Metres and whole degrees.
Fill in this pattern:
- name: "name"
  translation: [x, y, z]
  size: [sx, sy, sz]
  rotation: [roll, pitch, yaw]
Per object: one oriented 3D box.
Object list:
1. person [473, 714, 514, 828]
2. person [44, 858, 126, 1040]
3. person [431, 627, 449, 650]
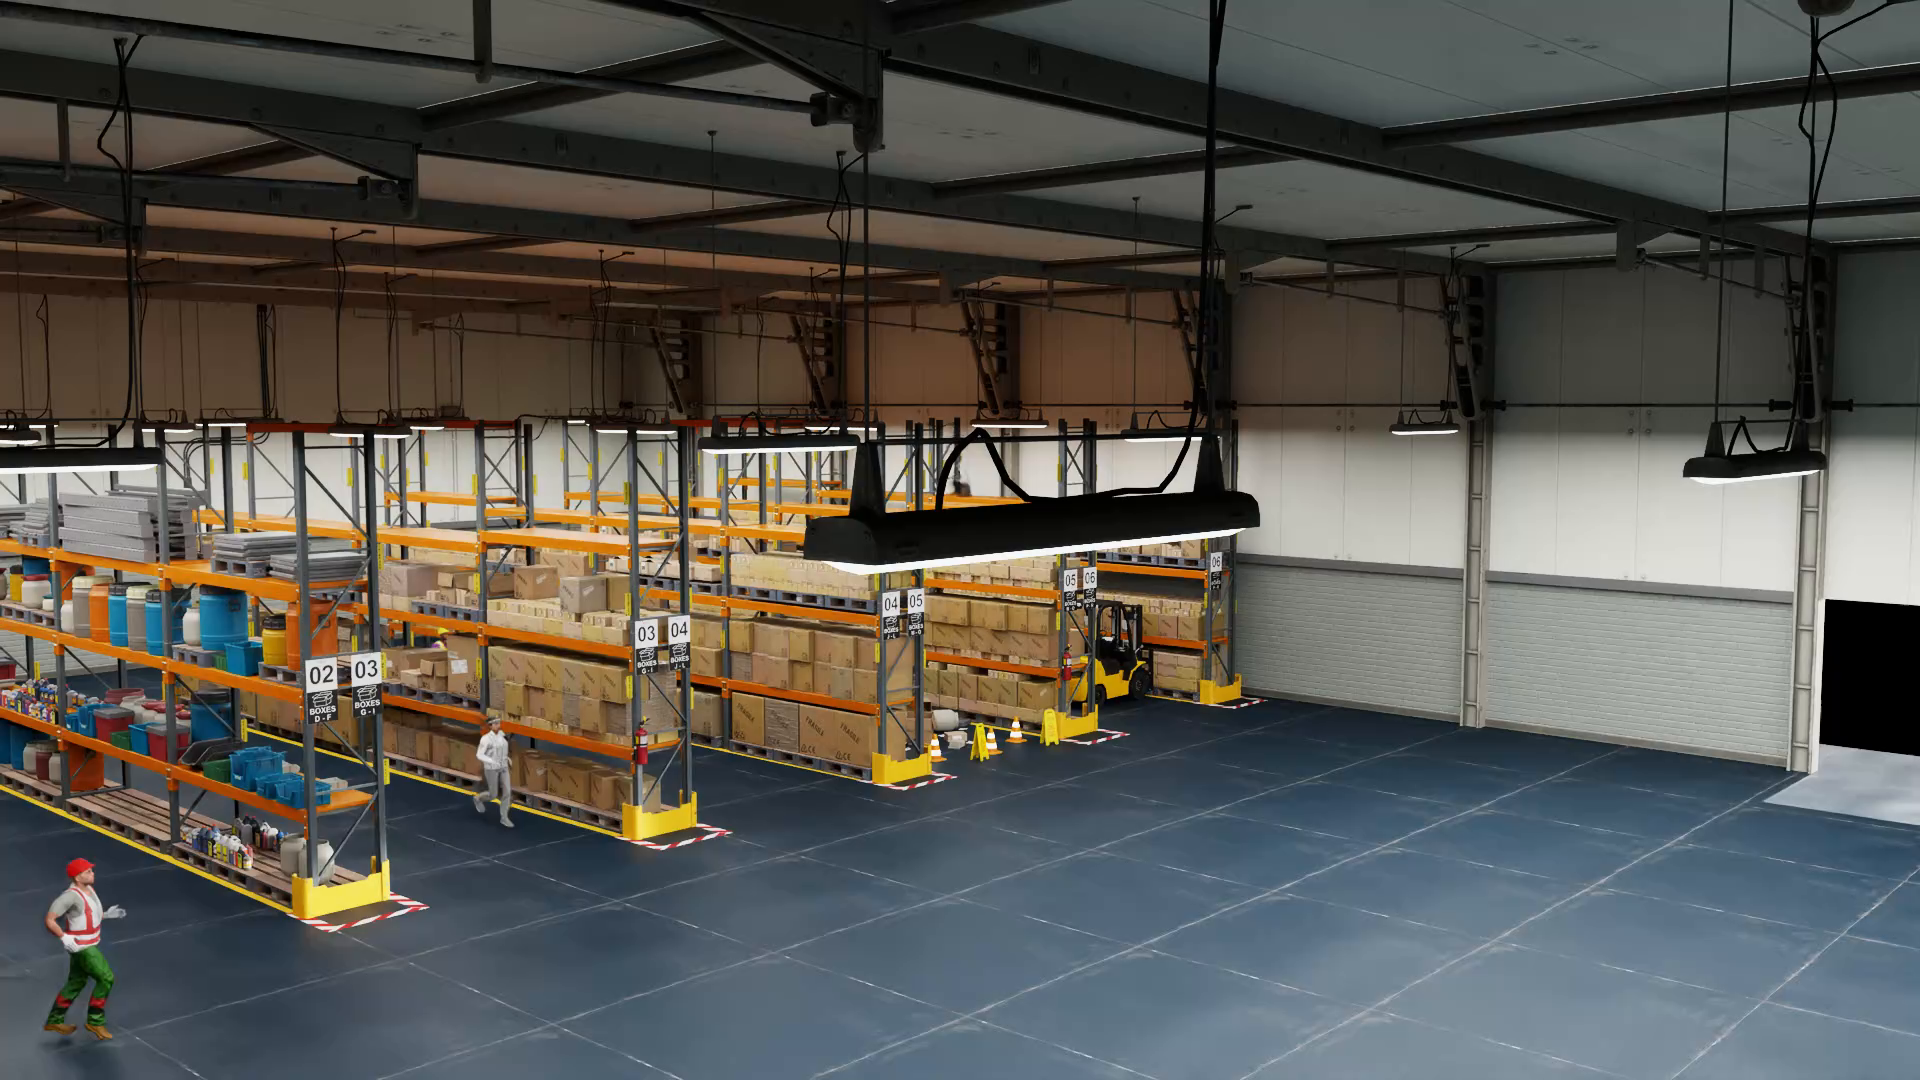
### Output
- name: "person"
  translation: [-7.023, 3.455, 25.108]
  size: [0.822, 1.693, 0.617]
  rotation: [4, 6, 37]
- name: "person"
  translation: [-8.750, 4.087, 16.596]
  size: [0.771, 1.836, 0.632]
  rotation: [-1, 5, -16]
- name: "person"
  translation: [-10.481, 2.678, 33.848]
  size: [0.738, 1.823, 0.677]
  rotation: [3, 6, 36]
